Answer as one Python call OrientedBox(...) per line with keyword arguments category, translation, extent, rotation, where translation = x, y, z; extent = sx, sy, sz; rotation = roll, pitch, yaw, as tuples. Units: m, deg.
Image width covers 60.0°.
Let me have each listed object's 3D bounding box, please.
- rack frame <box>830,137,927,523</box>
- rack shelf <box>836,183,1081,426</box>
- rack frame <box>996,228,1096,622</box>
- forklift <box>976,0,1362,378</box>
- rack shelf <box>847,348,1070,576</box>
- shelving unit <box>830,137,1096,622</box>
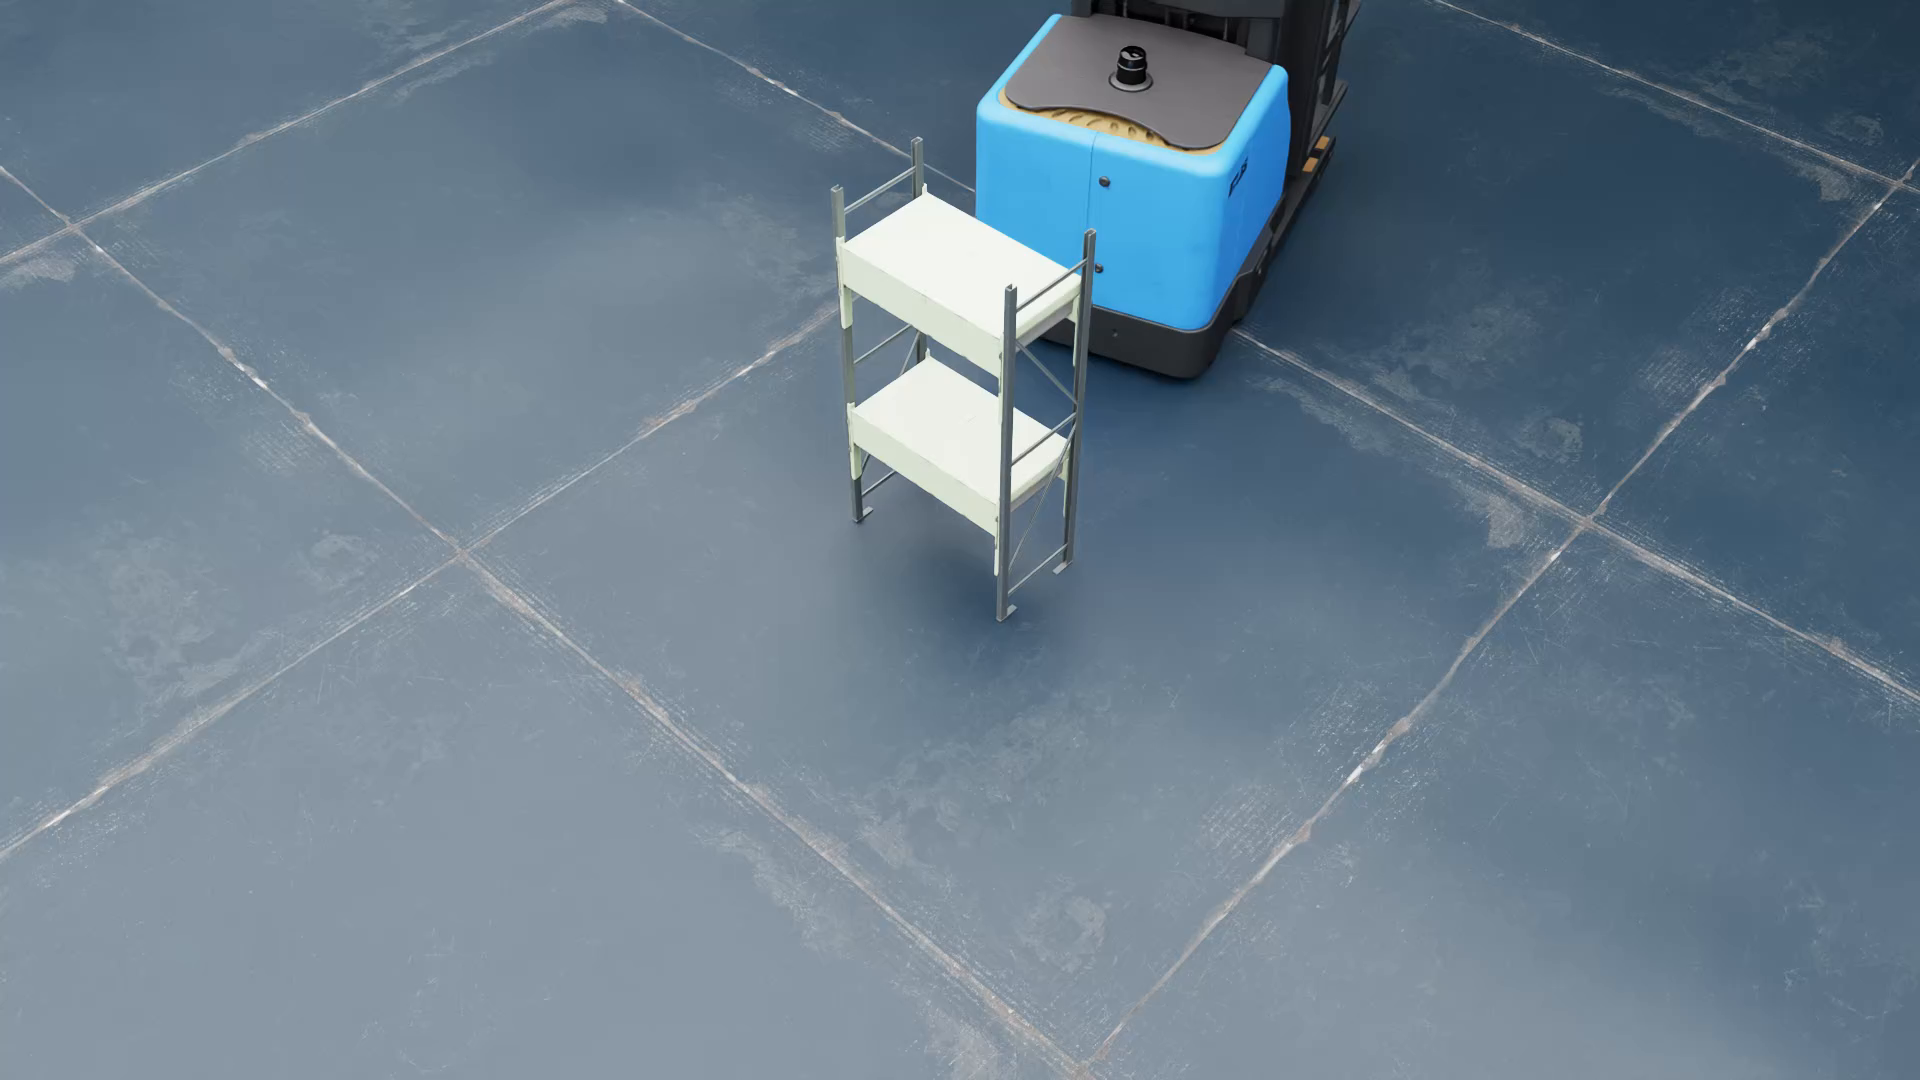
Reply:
OrientedBox(category="rack frame", translation=(-0.264, -0.691, 5.870), extent=(0.023, 1.500, 0.400), rotation=(34, 55, 28))
OrientedBox(category="rack shelf", translation=(0.005, -0.777, 5.416), extent=(0.720, 0.370, 0.431), rotation=(34, 55, 28))
OrientedBox(category="rack frame", translation=(0.274, -0.329, 5.530), extent=(0.023, 1.500, 0.400), rotation=(34, 55, 28))
OrientedBox(category="forklift", translation=(1.127, -2.750, 6.821), extent=(1.130, 2.935, 3.031), rotation=(19, 50, 17))
OrientedBox(category="rack shelf", translation=(0.005, -0.287, 5.938), extent=(0.720, 0.370, 0.431), rotation=(34, 55, 28))
OrientedBox(category="shelving unit", translation=(0.005, -0.510, 5.700), extent=(0.755, 1.500, 0.431), rotation=(34, 55, 28))
